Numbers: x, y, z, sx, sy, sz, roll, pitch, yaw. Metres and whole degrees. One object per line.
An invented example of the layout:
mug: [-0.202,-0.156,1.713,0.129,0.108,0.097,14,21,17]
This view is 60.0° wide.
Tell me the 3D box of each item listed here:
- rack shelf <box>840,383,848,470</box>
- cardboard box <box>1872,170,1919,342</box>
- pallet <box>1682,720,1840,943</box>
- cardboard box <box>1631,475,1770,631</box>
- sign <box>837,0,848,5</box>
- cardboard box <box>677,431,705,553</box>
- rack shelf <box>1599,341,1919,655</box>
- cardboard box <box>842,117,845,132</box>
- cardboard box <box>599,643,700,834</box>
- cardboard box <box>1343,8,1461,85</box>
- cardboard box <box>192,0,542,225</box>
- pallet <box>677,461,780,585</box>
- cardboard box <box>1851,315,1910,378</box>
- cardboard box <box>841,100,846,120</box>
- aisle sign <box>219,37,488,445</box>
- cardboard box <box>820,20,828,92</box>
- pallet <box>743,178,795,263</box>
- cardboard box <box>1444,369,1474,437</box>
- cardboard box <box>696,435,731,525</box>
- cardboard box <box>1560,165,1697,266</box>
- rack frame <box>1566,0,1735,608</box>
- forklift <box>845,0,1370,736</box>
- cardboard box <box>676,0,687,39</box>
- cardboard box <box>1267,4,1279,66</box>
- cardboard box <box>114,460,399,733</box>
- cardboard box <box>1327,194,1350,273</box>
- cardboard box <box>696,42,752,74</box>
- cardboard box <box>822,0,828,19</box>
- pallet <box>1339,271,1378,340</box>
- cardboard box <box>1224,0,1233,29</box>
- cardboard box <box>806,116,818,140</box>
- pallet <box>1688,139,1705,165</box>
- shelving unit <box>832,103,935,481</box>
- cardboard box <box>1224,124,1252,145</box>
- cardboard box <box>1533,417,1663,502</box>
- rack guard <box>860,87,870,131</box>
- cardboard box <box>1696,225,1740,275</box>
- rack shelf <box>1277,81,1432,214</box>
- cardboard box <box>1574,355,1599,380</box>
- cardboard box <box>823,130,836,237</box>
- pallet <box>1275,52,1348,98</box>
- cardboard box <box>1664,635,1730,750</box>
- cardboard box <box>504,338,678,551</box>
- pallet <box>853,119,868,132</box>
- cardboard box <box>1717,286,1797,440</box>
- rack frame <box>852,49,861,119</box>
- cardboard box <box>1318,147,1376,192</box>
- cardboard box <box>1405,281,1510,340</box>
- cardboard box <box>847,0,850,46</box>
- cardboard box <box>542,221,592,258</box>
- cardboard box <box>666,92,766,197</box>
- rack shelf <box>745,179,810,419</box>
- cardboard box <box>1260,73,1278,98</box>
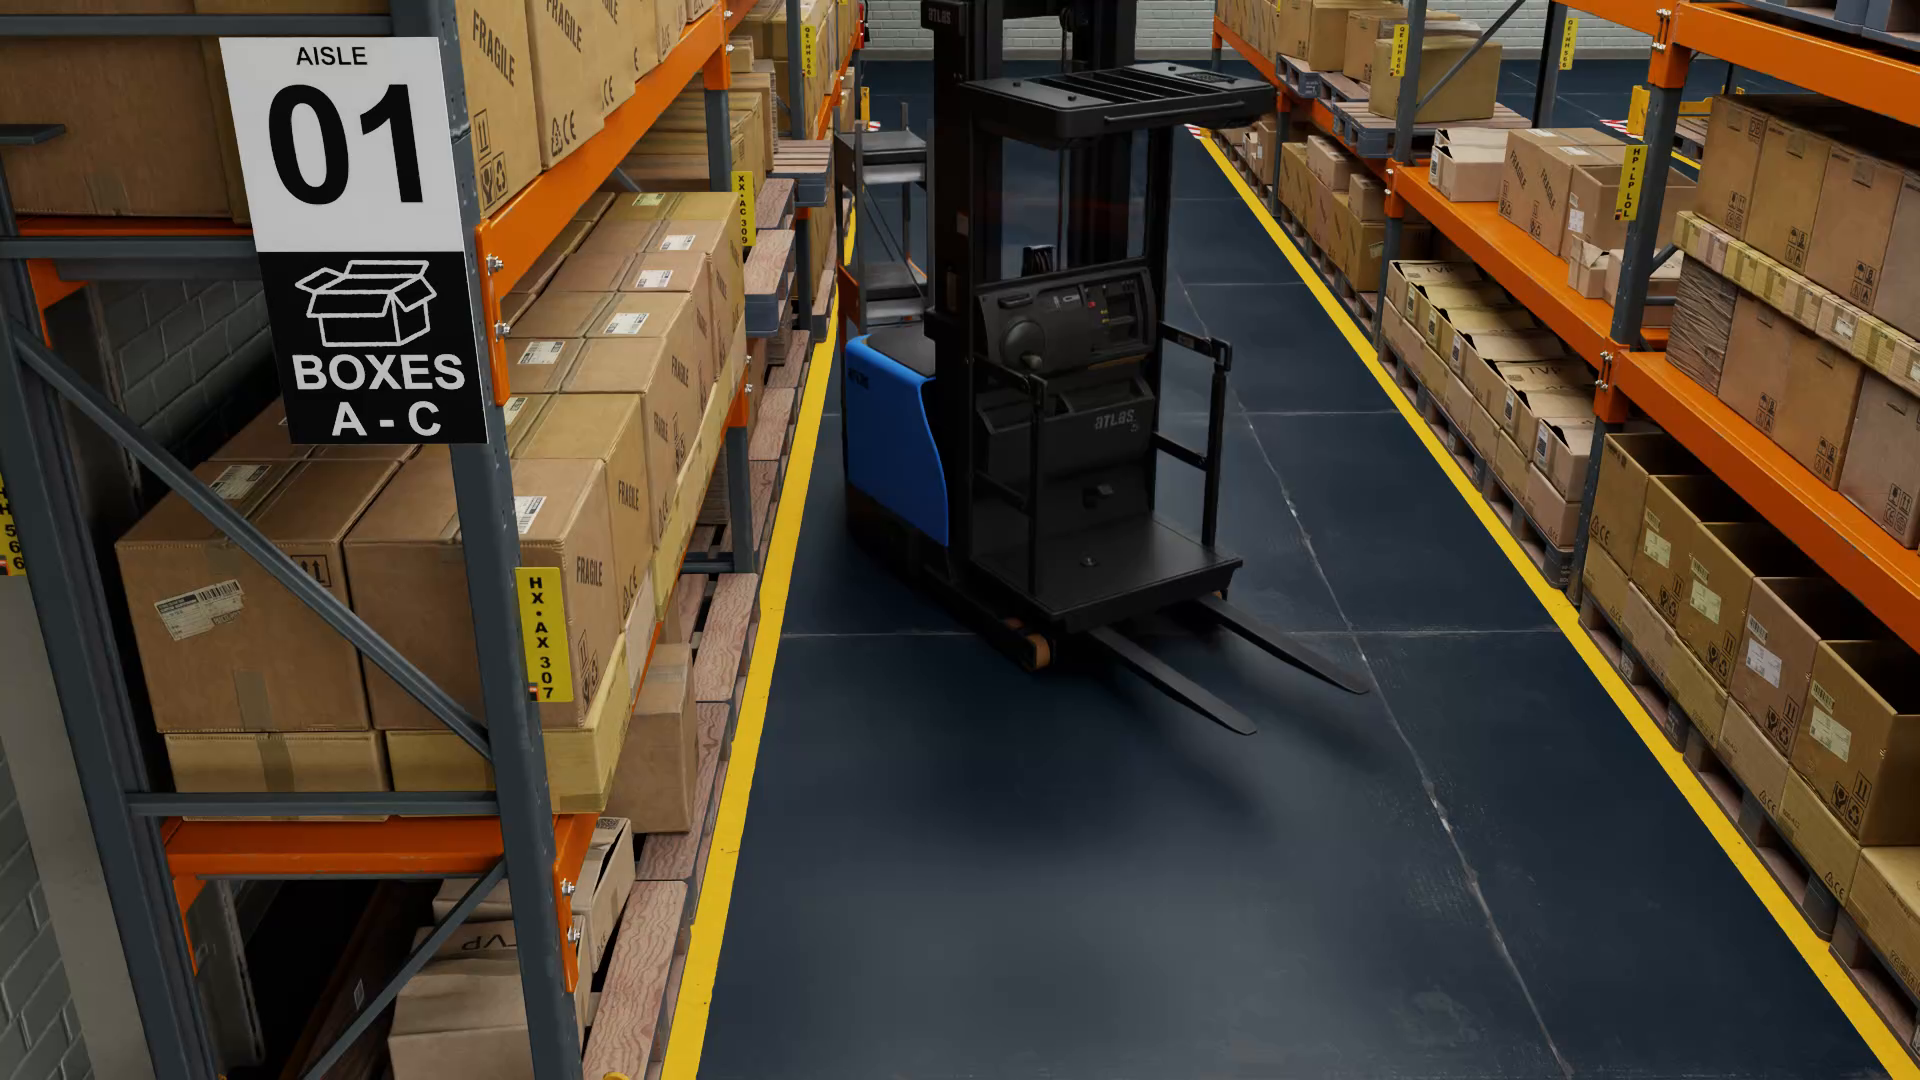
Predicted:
rack shelf: [-0.397,-0.568,9.190,0.431,0.518,0.480,-7,25,-15]
cardboard box: [3.492,-0.901,5.406,0.700,0.500,0.500,0,24,-1]
pallet: [3.448,1.035,6.206,1.003,0.211,1.213,0,24,-1]
cardboard box: [3.170,0.051,6.915,0.500,0.500,0.500,0,24,-1]
sign: [-1.033,-4.838,14.498,0.100,0.325,0.005,0,24,-1]
cardboard box: [-1.156,-0.171,5.646,0.500,0.250,0.500,0,24,0]
rack shelf: [3.487,0.084,5.796,1.077,0.370,4.000,0,24,-1]
cardboard box: [-1.484,-3.908,16.275,0.700,0.500,0.500,0,24,-1]
cardboard box: [-1.327,0.720,6.017,0.700,0.500,0.500,-2,24,-4]
cardboard box: [3.458,-3.873,13.043,0.700,0.500,0.500,-6,25,-14]
cardboard box: [-1.199,-0.956,3.438,0.500,0.500,0.500,0,24,1]
pallet: [-1.499,-0.094,8.702,1.003,0.211,1.213,0,24,-1]
cardboard box: [3.294,-0.659,5.658,0.380,0.149,0.250,0,24,-1]
cardboard box: [-1.303,-4.139,15.997,0.380,0.149,0.250,1,24,1]
aisle sign: [-1.144,-0.552,3.175,0.394,0.787,0.004,0,24,-1]
cardboard box: [-1.296,-3.718,12.825,0.500,0.500,0.500,0,24,1]
pallet: [-1.470,-1.789,9.298,1.003,0.211,1.213,0,24,-1]
cardboard box: [3.156,-0.805,9.716,0.500,0.250,0.500,0,24,1]
cardboard box: [-1.513,-0.408,8.513,0.700,0.500,0.500,1,24,1]
cardboard box: [3.467,-1.647,8.630,0.500,0.500,0.500,1,24,3]
rack frame: [3.465,-1.067,7.470,1.000,3.000,0.127,0,24,-1]
forklift: [0.607,-0.970,7.338,1.130,2.935,3.031,-14,28,-29]
cardboard box: [-1.243,-2.050,5.856,0.500,0.500,0.500,-2,24,-5]
cardboard box: [3.115,-4.614,15.191,0.500,0.500,0.500,0,24,0]
cardboard box: [-1.663,0.129,4.073,0.500,0.500,0.500,-1,24,-1]
cardboard box: [3.171,-2.375,12.860,0.500,0.500,0.500,-1,24,-2]
cardboard box: [-1.480,-2.959,10.210,0.380,0.149,0.250,-4,25,-9]
cardboard box: [-1.313,-4.260,13.112,0.500,0.250,0.500,0,24,0]
pallet: [3.451,-1.753,12.370,1.003,0.211,1.213,0,24,-1]
cardboard box: [3.086,-5.661,17.506,0.500,0.500,0.500,0,24,-1]
cardboard box: [-1.217,-2.937,11.885,0.380,0.149,0.250,0,24,1]
pallet: [8.268,-3.921,17.163,1.003,0.211,1.213,0,24,-1]
shelving unit: [-0.397,-1.218,8.896,0.431,2.100,0.503,-7,25,-15]
cardboard box: [3.067,-4.322,17.470,0.500,0.250,0.500,0,24,-1]
cardboard box: [3.174,-0.427,8.201,0.500,0.311,0.500,0,24,-1]
rack guard: [-1.620,-4.859,18.888,1.175,0.500,0.348,0,24,-1]
cardboard box: [3.277,-1.194,6.841,0.380,0.149,0.250,0,24,0]
rack shelf: [3.399,-3.212,13.085,1.077,0.370,4.000,0,24,-1]
cardboard box: [3.702,-0.852,9.141,0.500,0.311,0.500,-1,24,-2]
cardboard box: [-1.426,-2.919,13.662,0.750,0.750,0.750,0,24,1]
pallet: [3.277,-3.947,14.069,1.003,0.211,1.213,0,24,-1]
cardboard box: [3.167,0.599,6.614,0.500,0.250,0.500,0,24,-1]
cardboard box: [-1.144,-0.293,5.005,0.500,0.500,0.500,-1,24,-2]
pallet: [-1.533,-4.389,18.198,1.003,0.211,1.213,0,24,-1]
cardboard box: [3.488,-0.713,6.565,0.700,0.500,0.500,-1,24,-1]
rack frame: [-1.620,-5.988,18.351,1.000,3.000,0.127,0,24,-1]
cardboard box: [3.156,-2.948,13.218,0.500,0.250,0.500,-1,24,-2]
cardboard box: [3.147,-1.476,10.521,0.500,0.311,0.500,-1,24,-2]
cardboard box: [-1.586,-5.301,16.467,0.980,0.700,0.700,-1,24,-3]
cardboard box: [-1.690,-0.918,6.388,0.500,0.500,0.500,0,24,-1]
cardboard box: [-1.481,-2.231,9.388,0.700,0.500,0.500,0,24,-1]
rack shelf: [-1.510,-1.540,9.388,1.077,0.370,4.000,0,24,-1]
cardboard box: [3.586,-4.851,18.335,0.500,0.500,0.500,0,24,-1]
